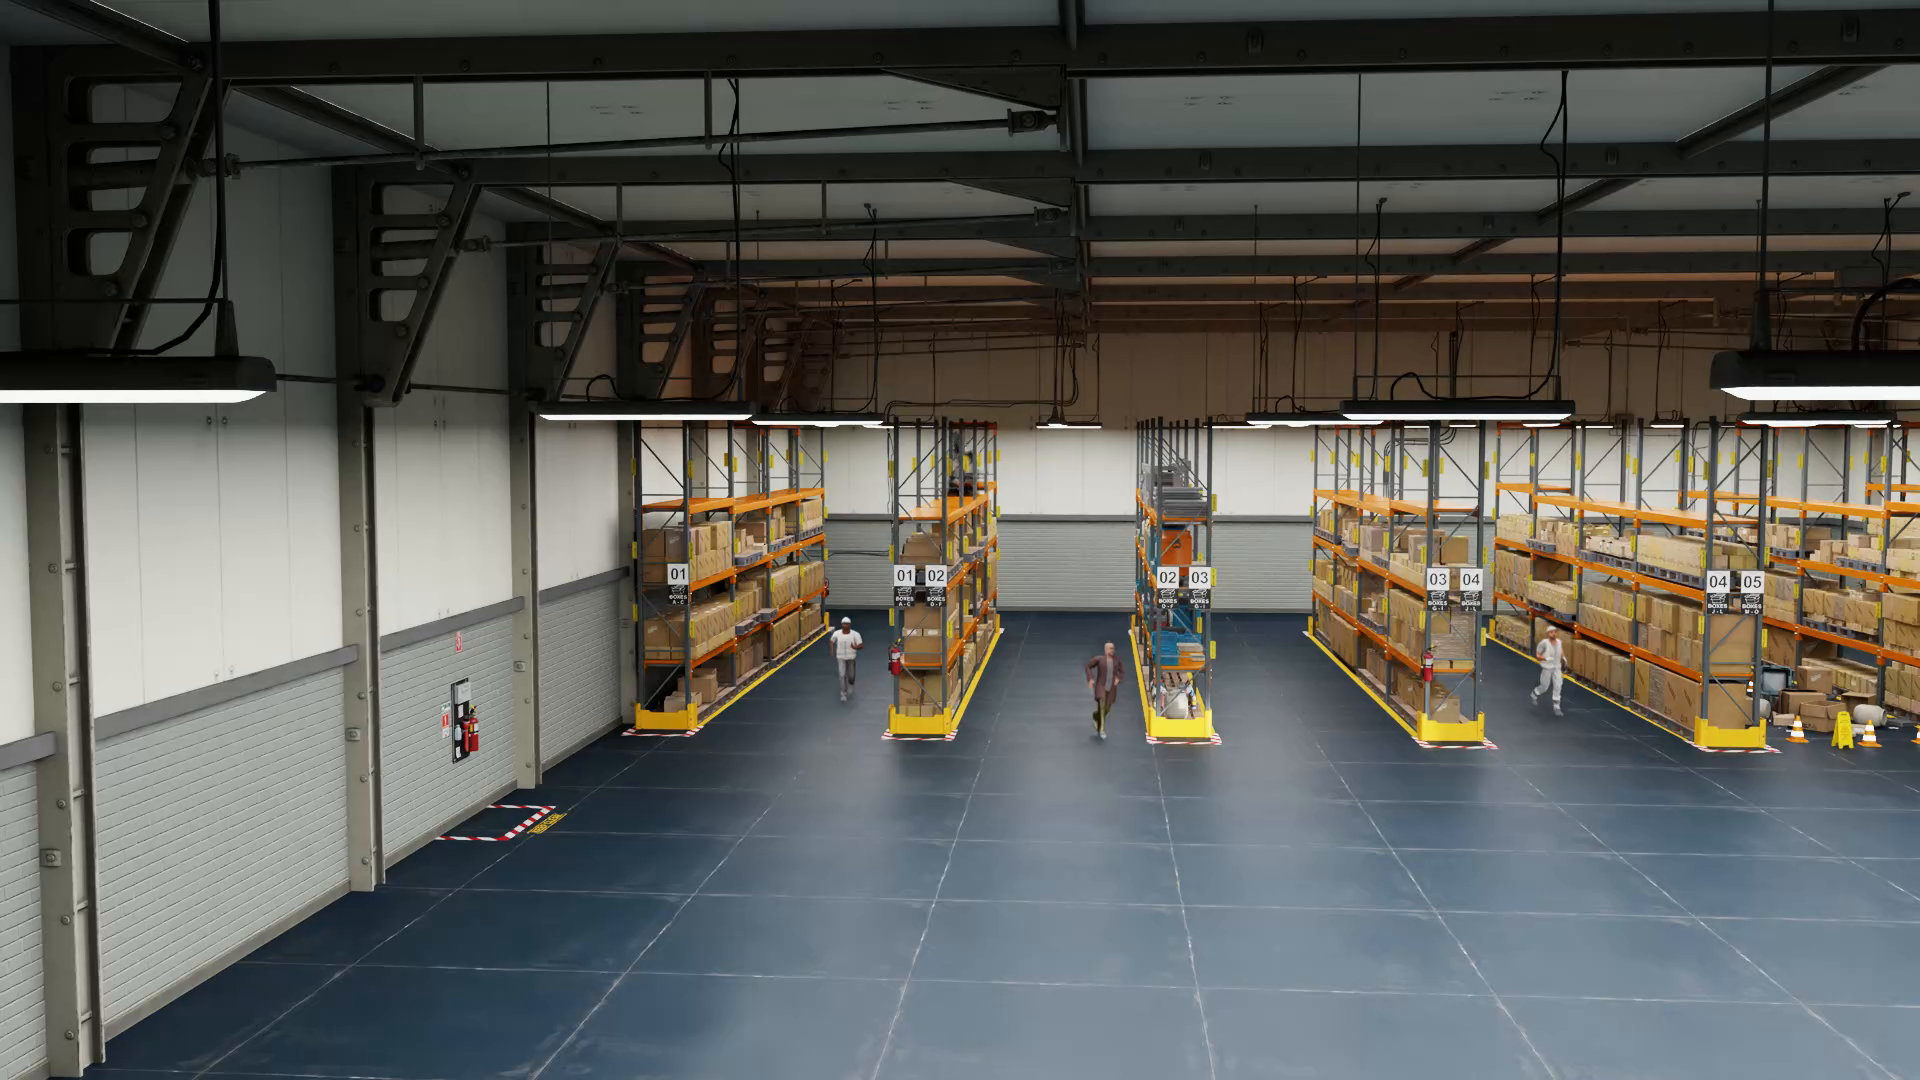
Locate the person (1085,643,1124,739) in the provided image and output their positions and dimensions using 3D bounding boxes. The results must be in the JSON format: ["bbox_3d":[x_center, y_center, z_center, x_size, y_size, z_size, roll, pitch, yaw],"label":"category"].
[{"bbox_3d":[2.748,2.820,31.368,0.751,1.771,0.913,-1,4,-15],"label":"person"}]

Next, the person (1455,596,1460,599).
[{"bbox_3d":[13.541,1.907,45.749,0.694,1.782,0.766,1,4,16],"label":"person"}]

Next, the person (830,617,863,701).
[{"bbox_3d":[-2.427,2.517,35.432,0.710,1.747,0.968,0,4,-3],"label":"person"}]

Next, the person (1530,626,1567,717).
[{"bbox_3d":[11.981,2.622,33.767,0.668,1.790,0.993,0,4,-7],"label":"person"}]
